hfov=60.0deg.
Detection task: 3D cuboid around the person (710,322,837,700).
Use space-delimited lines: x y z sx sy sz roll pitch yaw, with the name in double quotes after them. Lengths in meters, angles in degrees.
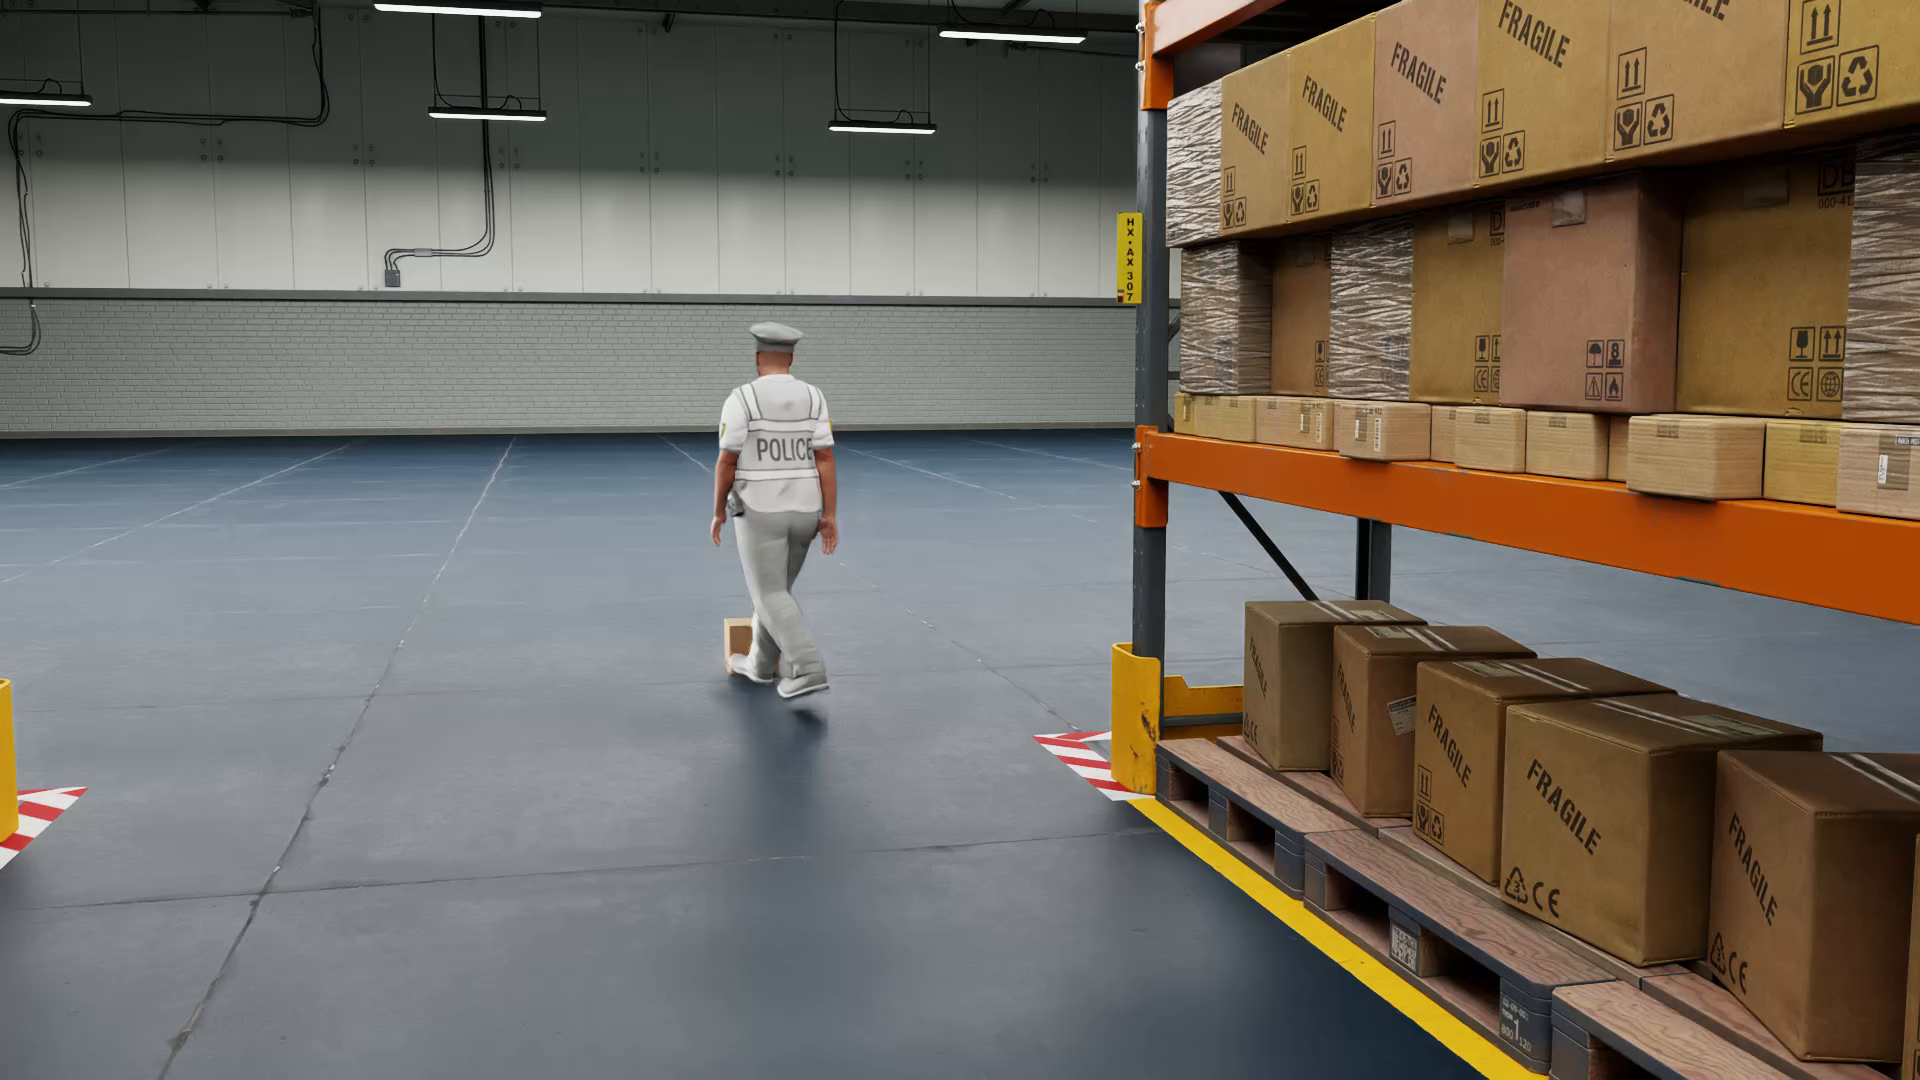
-0.888 -0.140 7.694 0.527 1.727 0.972 -5 8 -42 "person"
